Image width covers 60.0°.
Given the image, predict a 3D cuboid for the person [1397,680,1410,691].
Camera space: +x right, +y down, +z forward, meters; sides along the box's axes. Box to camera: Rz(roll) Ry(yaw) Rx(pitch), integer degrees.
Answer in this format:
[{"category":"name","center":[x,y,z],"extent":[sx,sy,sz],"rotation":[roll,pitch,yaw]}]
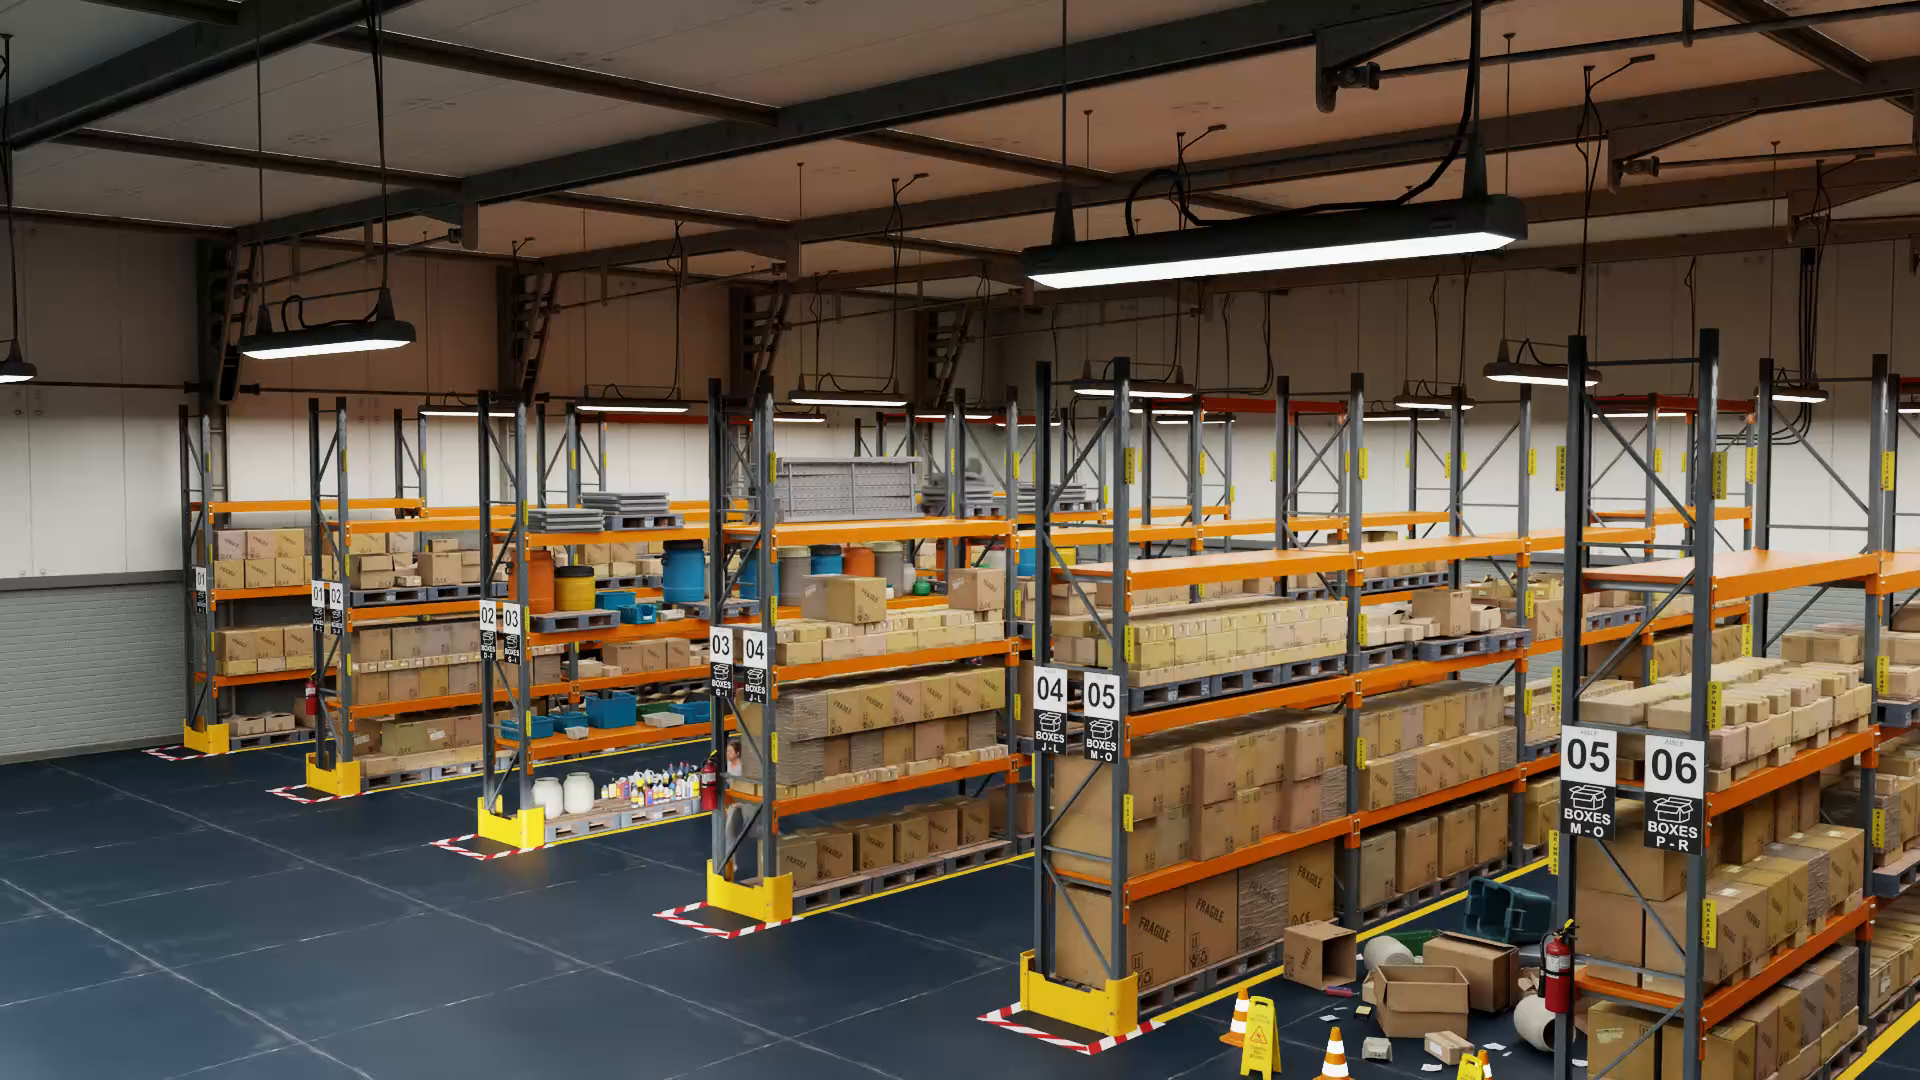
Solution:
[{"category":"person","center":[7.066,2.973,26.298],"extent":[0.545,1.662,1.094],"rotation":[2,4,39]}]

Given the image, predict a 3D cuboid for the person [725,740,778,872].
[{"category":"person","center":[-2.641,3.275,20.519],"extent":[0.565,1.661,1.051],"rotation":[2,4,36]}]

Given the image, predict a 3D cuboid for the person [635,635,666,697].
[{"category":"person","center":[-6.009,2.616,32.366],"extent":[0.673,1.717,0.993],"rotation":[3,4,40]}]
